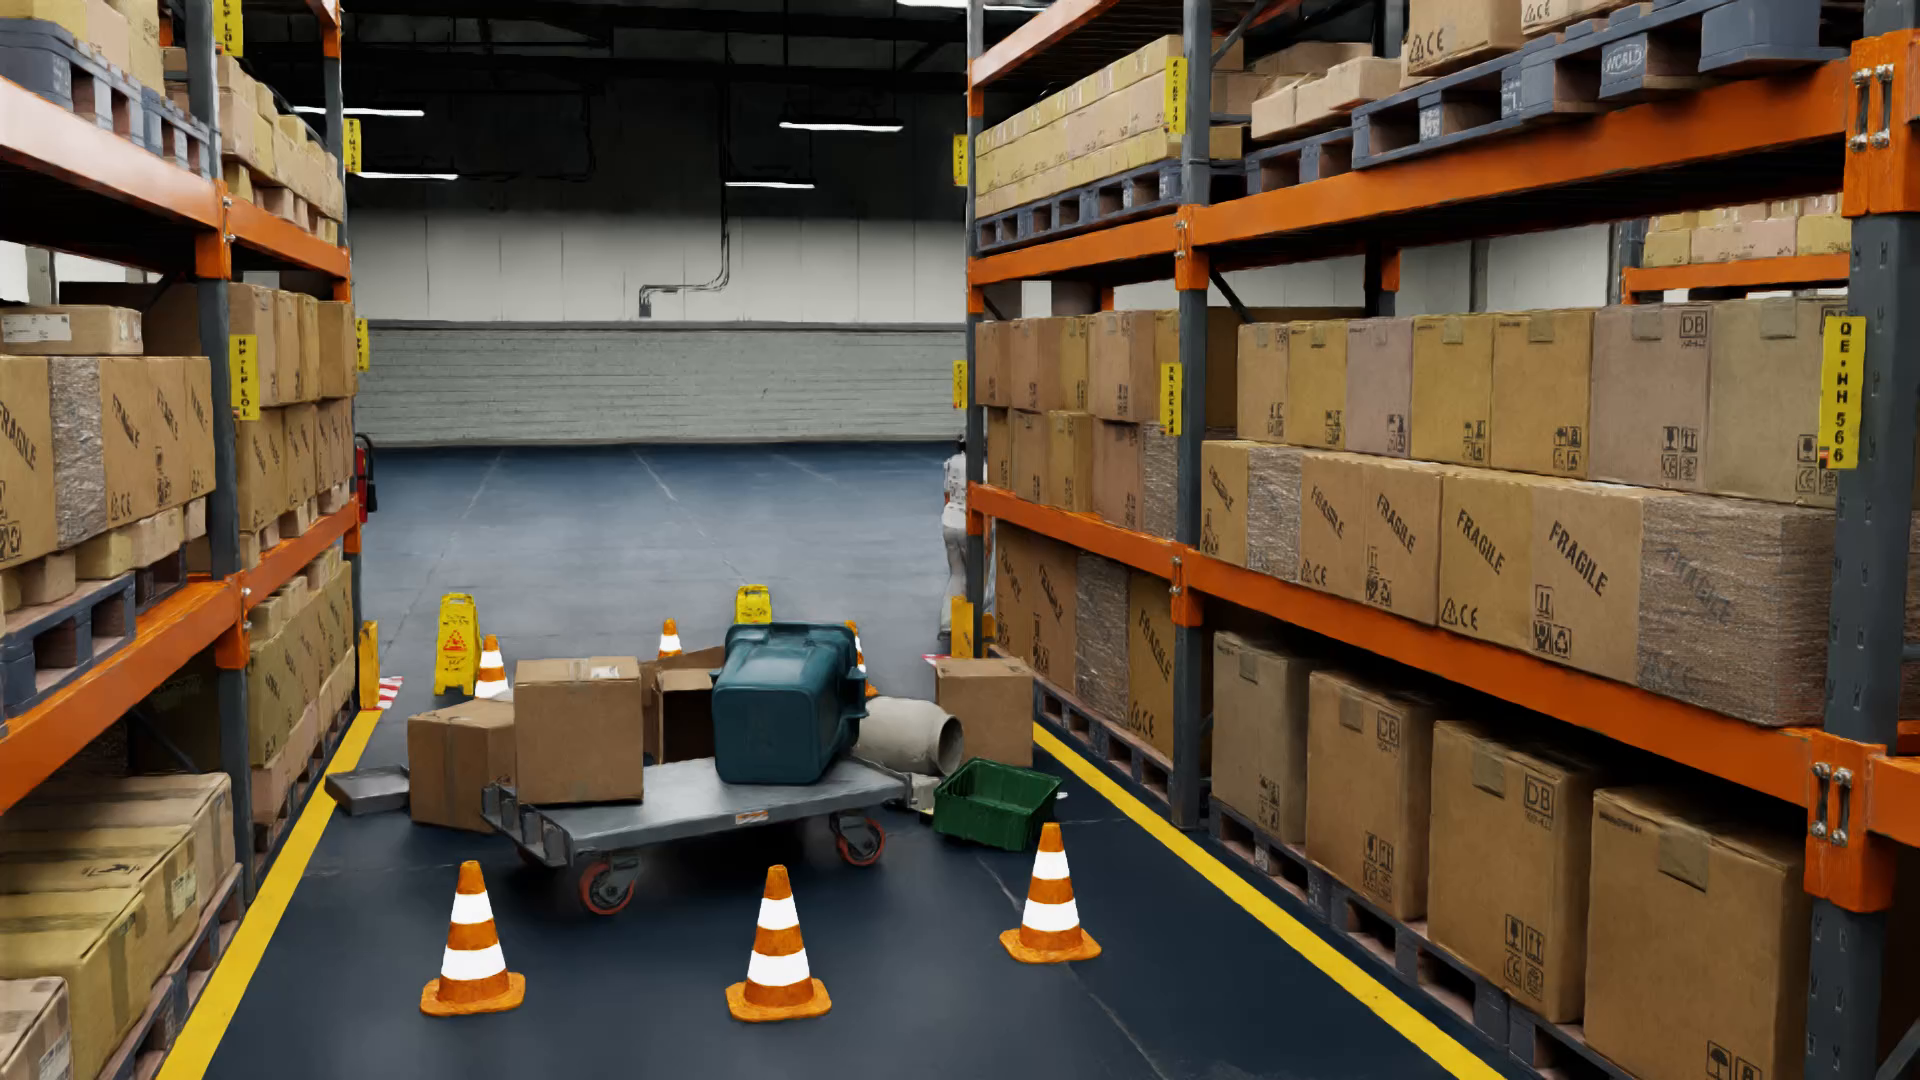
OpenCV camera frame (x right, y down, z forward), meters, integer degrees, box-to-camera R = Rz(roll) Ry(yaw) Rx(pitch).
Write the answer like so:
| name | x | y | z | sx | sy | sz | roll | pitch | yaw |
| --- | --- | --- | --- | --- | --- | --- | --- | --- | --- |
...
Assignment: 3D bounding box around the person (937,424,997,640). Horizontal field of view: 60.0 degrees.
| name | x | y | z | sx | sy | sz | roll | pitch | yaw |
| --- | --- | --- | --- | --- | --- | --- | --- | --- | --- |
| person | 0.050 | -0.055 | 12.560 | 0.494 | 1.667 | 0.554 | -5 | 8 | -40 |
